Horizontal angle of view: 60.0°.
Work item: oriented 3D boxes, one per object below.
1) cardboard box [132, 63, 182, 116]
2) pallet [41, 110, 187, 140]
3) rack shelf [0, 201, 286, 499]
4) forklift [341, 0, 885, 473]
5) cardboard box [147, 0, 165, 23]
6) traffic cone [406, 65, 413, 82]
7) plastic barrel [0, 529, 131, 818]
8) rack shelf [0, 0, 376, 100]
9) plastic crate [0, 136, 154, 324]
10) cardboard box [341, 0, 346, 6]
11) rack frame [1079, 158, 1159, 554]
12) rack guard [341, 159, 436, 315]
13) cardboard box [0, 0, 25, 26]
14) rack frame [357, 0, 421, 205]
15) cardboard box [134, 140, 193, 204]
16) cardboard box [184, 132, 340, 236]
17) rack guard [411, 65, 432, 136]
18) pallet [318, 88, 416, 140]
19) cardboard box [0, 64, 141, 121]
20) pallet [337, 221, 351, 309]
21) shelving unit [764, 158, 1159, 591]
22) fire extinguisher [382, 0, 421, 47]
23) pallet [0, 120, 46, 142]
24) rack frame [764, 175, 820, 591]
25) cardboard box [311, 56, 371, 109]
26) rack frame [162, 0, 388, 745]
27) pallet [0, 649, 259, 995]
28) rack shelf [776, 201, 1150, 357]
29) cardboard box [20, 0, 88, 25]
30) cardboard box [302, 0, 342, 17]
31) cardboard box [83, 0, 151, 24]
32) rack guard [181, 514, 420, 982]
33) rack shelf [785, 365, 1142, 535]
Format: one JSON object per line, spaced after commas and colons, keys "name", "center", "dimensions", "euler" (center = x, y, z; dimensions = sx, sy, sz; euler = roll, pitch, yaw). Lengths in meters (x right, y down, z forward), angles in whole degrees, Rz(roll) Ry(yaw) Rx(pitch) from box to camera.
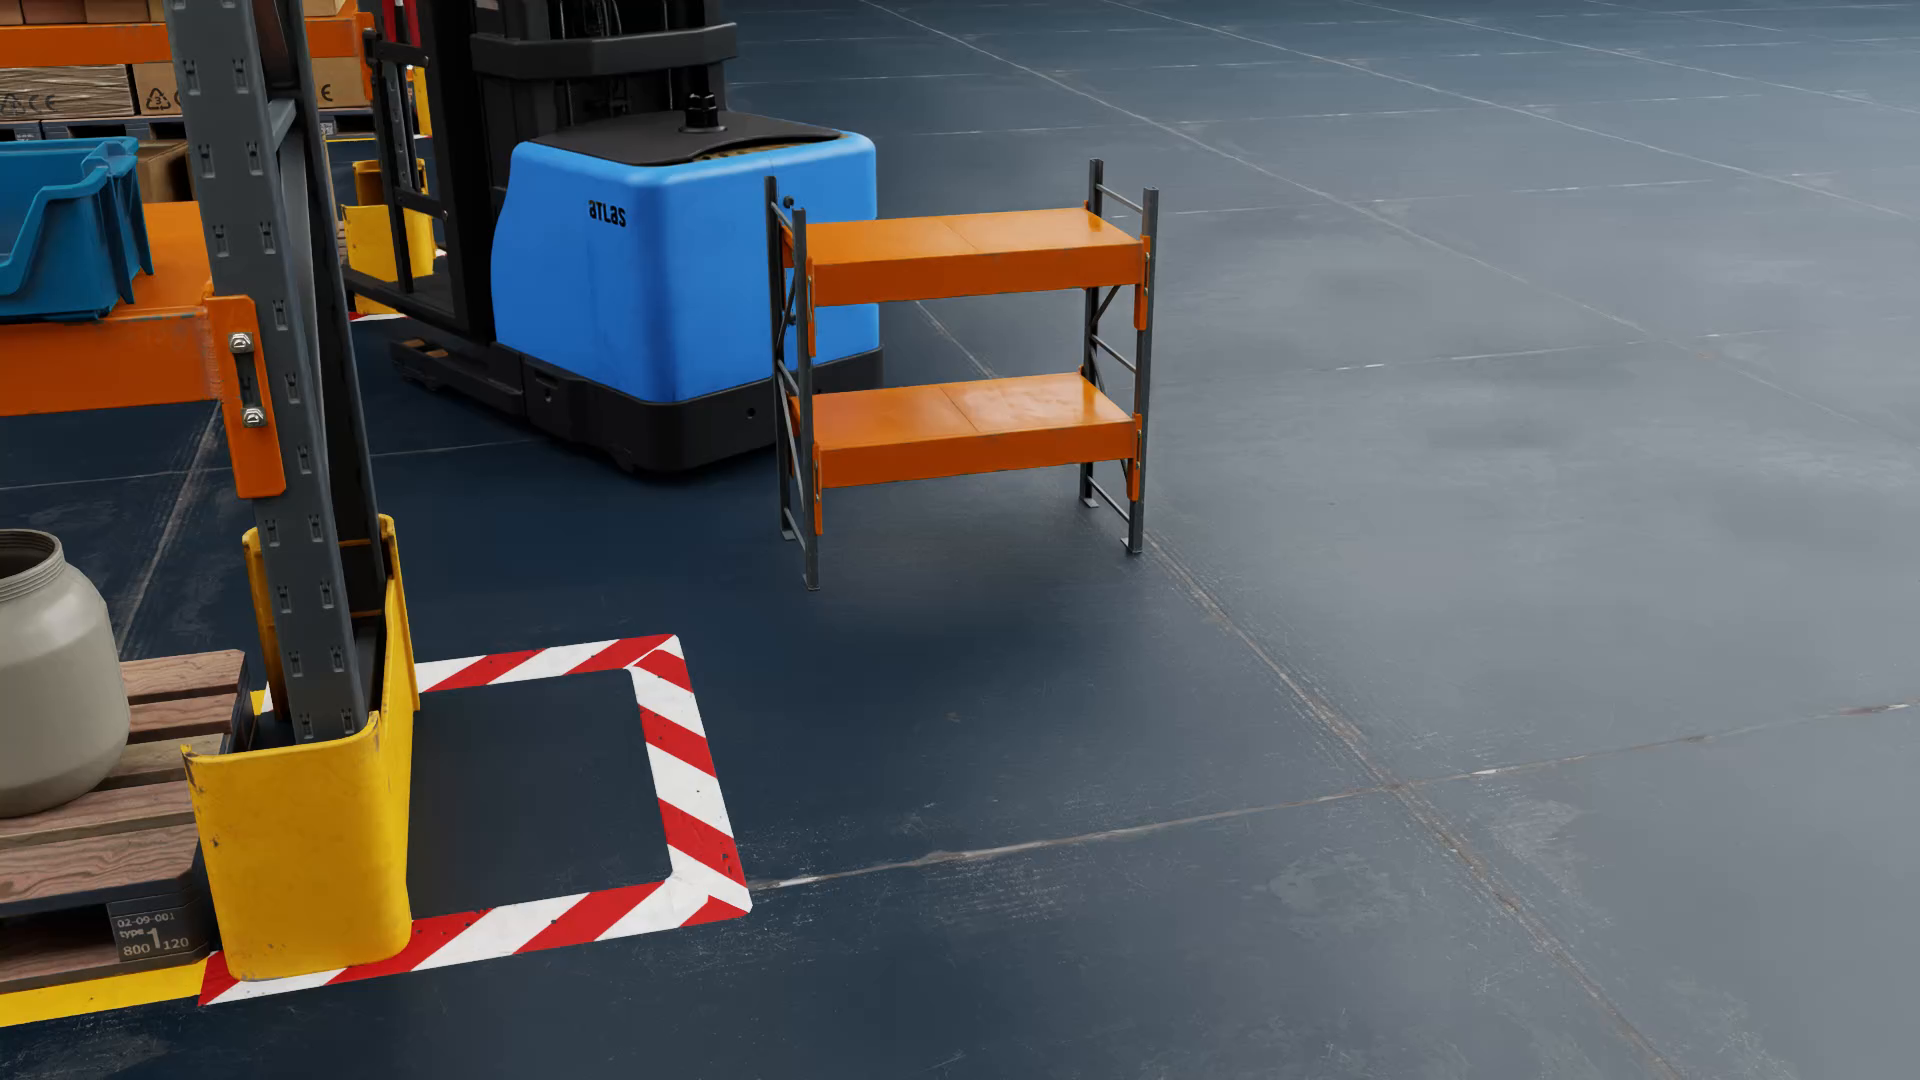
{"name": "cardboard box", "center": [-5.422, -3.576, 11.942], "dimensions": [0.875, 0.875, 0.875], "euler": [-7, 24, -15]}
{"name": "pallet", "center": [-5.862, -3.026, 12.035], "dimensions": [1.213, 0.211, 1.003], "euler": [-6, 24, -14]}
{"name": "rack shelf", "center": [-3.286, -0.233, 2.902], "dimensions": [4.000, 0.370, 1.077], "euler": [-6, 24, -14]}
{"name": "forklift", "center": [-1.668, -2.064, 6.343], "dimensions": [1.130, 2.935, 3.031], "euler": [-21, 31, -40]}
{"name": "cardboard box", "center": [-3.385, -2.360, 7.266], "dimensions": [0.250, 0.149, 0.380], "euler": [-6, 24, -14]}
{"name": "traffic cone", "center": [-4.813, -4.333, 14.762], "dimensions": [0.334, 0.463, 0.336], "euler": [-6, 24, -14]}
{"name": "plastic barrel", "center": [-1.973, 0.273, 3.433], "dimensions": [0.421, 0.512, 0.421], "euler": [0, 23, 0]}
{"name": "rack shelf", "center": [-4.624, -2.114, 7.284], "dimensions": [4.000, 0.370, 1.077], "euler": [-6, 24, -14]}
{"name": "plastic crate", "center": [-1.761, -0.542, 2.897], "dimensions": [0.616, 0.251, 0.499], "euler": [-6, 24, -14]}
{"name": "cardboard box", "center": [-3.037, -2.602, 7.828], "dimensions": [0.250, 0.149, 0.380], "euler": [-6, 24, -14]}
{"name": "rack frame", "center": [0.483, -0.570, 5.153], "dimensions": [0.032, 1.125, 0.500], "euler": [-6, 24, -14]}
{"name": "rack guard", "center": [-2.771, -1.500, 8.113], "dimensions": [0.348, 0.500, 1.175], "euler": [-6, 24, -14]}
{"name": "cardboard box", "center": [-4.116, -2.294, 7.110], "dimensions": [0.250, 0.149, 0.380], "euler": [-6, 24, -14]}
{"name": "rack frame", "center": [-2.698, -2.657, 7.639], "dimensions": [0.127, 3.000, 1.000], "euler": [-6, 24, -14]}
{"name": "cardboard box", "center": [-3.870, -1.565, 7.730], "dimensions": [0.500, 0.500, 0.500], "euler": [0, 23, 0]}
{"name": "cardboard box", "center": [-3.304, -1.641, 7.909], "dimensions": [0.500, 0.500, 0.500], "euler": [-2, 23, -5]}
{"name": "rack guard", "center": [-3.918, -3.405, 12.551], "dimensions": [0.348, 0.500, 1.175], "euler": [-6, 24, -14]}
{"name": "pallet", "center": [-4.689, -3.155, 12.335], "dimensions": [1.213, 0.211, 1.003], "euler": [-6, 24, -14]}
{"name": "cardboard box", "center": [-6.301, -3.479, 11.717], "dimensions": [0.875, 0.875, 0.875], "euler": [-6, 24, -14]}
{"name": "pallet", "center": [-3.563, -1.295, 7.999], "dimensions": [1.213, 0.211, 1.003], "euler": [-6, 24, -14]}
{"name": "shelving unit", "center": [-0.007, -0.516, 5.027], "dimensions": [1.048, 1.125, 0.538], "euler": [-6, 24, -14]}
{"name": "fire extinguisher", "center": [-2.464, -2.459, 7.275], "dimensions": [0.183, 0.674, 0.296], "euler": [-6, 24, -14]}
{"name": "pallet", "center": [-7.039, -2.895, 11.729], "dimensions": [1.213, 0.211, 1.003], "euler": [-6, 24, -14]}
{"name": "rack frame", "center": [-0.496, -0.462, 4.900], "dimensions": [0.032, 1.125, 0.500], "euler": [-6, 24, -14]}
{"name": "cardboard box", "center": [-4.576, -3.670, 12.162], "dimensions": [0.875, 0.875, 0.875], "euler": [-6, 24, -14]}
{"name": "rack frame", "center": [-1.360, -0.777, 3.256], "dimensions": [0.127, 3.000, 1.000], "euler": [-6, 24, -14]}
{"name": "pallet", "center": [-2.204, 0.615, 3.549], "dimensions": [1.213, 0.211, 1.003], "euler": [-6, 24, -14]}
{"name": "rack shelf", "center": [-0.007, -0.785, 4.911], "dimensions": [1.000, 0.278, 0.538], "euler": [-6, 24, -14]}
{"name": "cardboard box", "center": [-3.881, -2.329, 7.192], "dimensions": [0.250, 0.149, 0.380], "euler": [-6, 24, -14]}
{"name": "cardboard box", "center": [-2.917, -2.433, 7.435], "dimensions": [0.250, 0.149, 0.380], "euler": [-6, 24, -14]}
{"name": "cardboard box", "center": [-3.629, -2.340, 7.217], "dimensions": [0.250, 0.149, 0.380], "euler": [-6, 24, -14]}
{"name": "rack guard", "center": [-1.421, 0.398, 3.689], "dimensions": [0.348, 0.500, 1.175], "euler": [-6, 24, -14]}
{"name": "rack shelf", "center": [-0.007, -0.292, 5.123], "dimensions": [1.000, 0.278, 0.538], "euler": [-6, 24, -14]}
